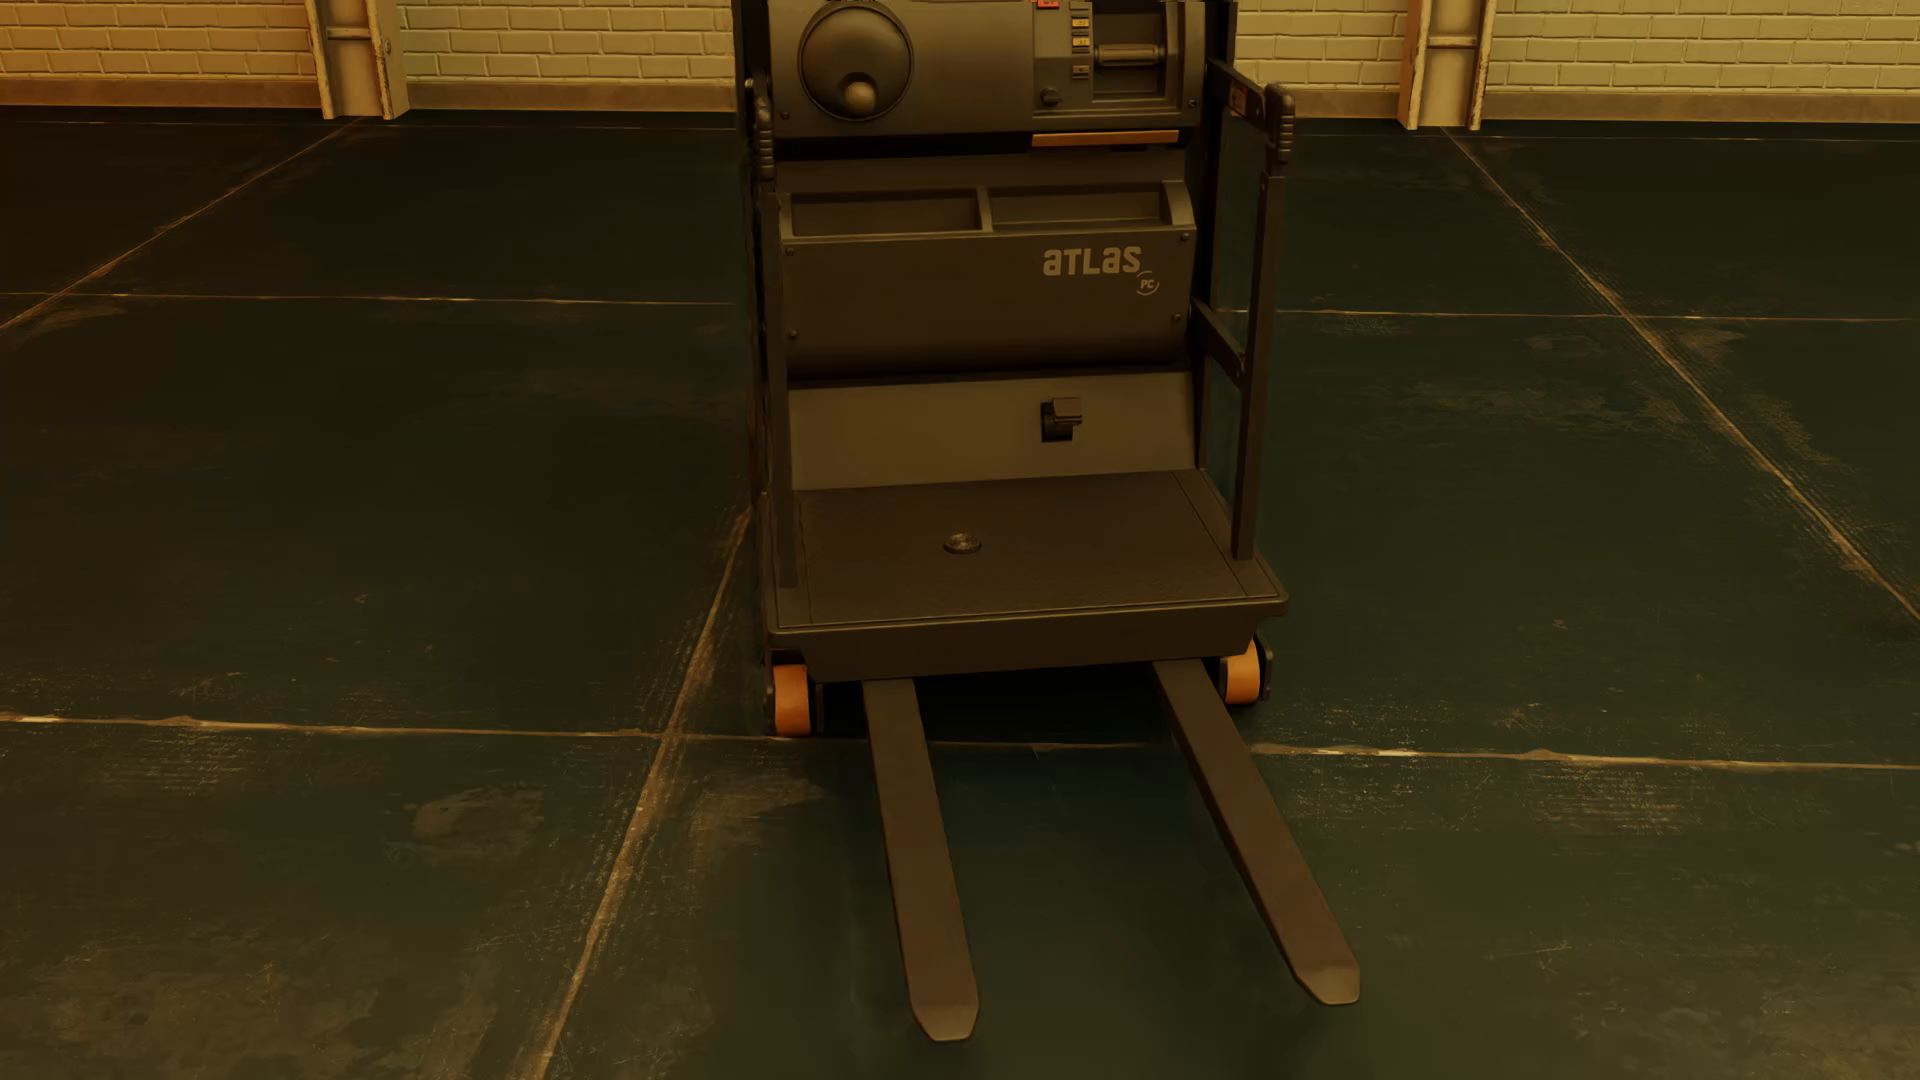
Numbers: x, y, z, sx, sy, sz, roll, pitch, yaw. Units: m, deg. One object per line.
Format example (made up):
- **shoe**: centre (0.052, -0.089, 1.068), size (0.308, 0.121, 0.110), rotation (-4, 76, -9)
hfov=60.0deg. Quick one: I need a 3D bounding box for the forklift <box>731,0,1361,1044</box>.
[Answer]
- **forklift**: centre (0.090, -1.046, 3.329), size (1.130, 2.935, 3.031), rotation (-3, 26, -7)
